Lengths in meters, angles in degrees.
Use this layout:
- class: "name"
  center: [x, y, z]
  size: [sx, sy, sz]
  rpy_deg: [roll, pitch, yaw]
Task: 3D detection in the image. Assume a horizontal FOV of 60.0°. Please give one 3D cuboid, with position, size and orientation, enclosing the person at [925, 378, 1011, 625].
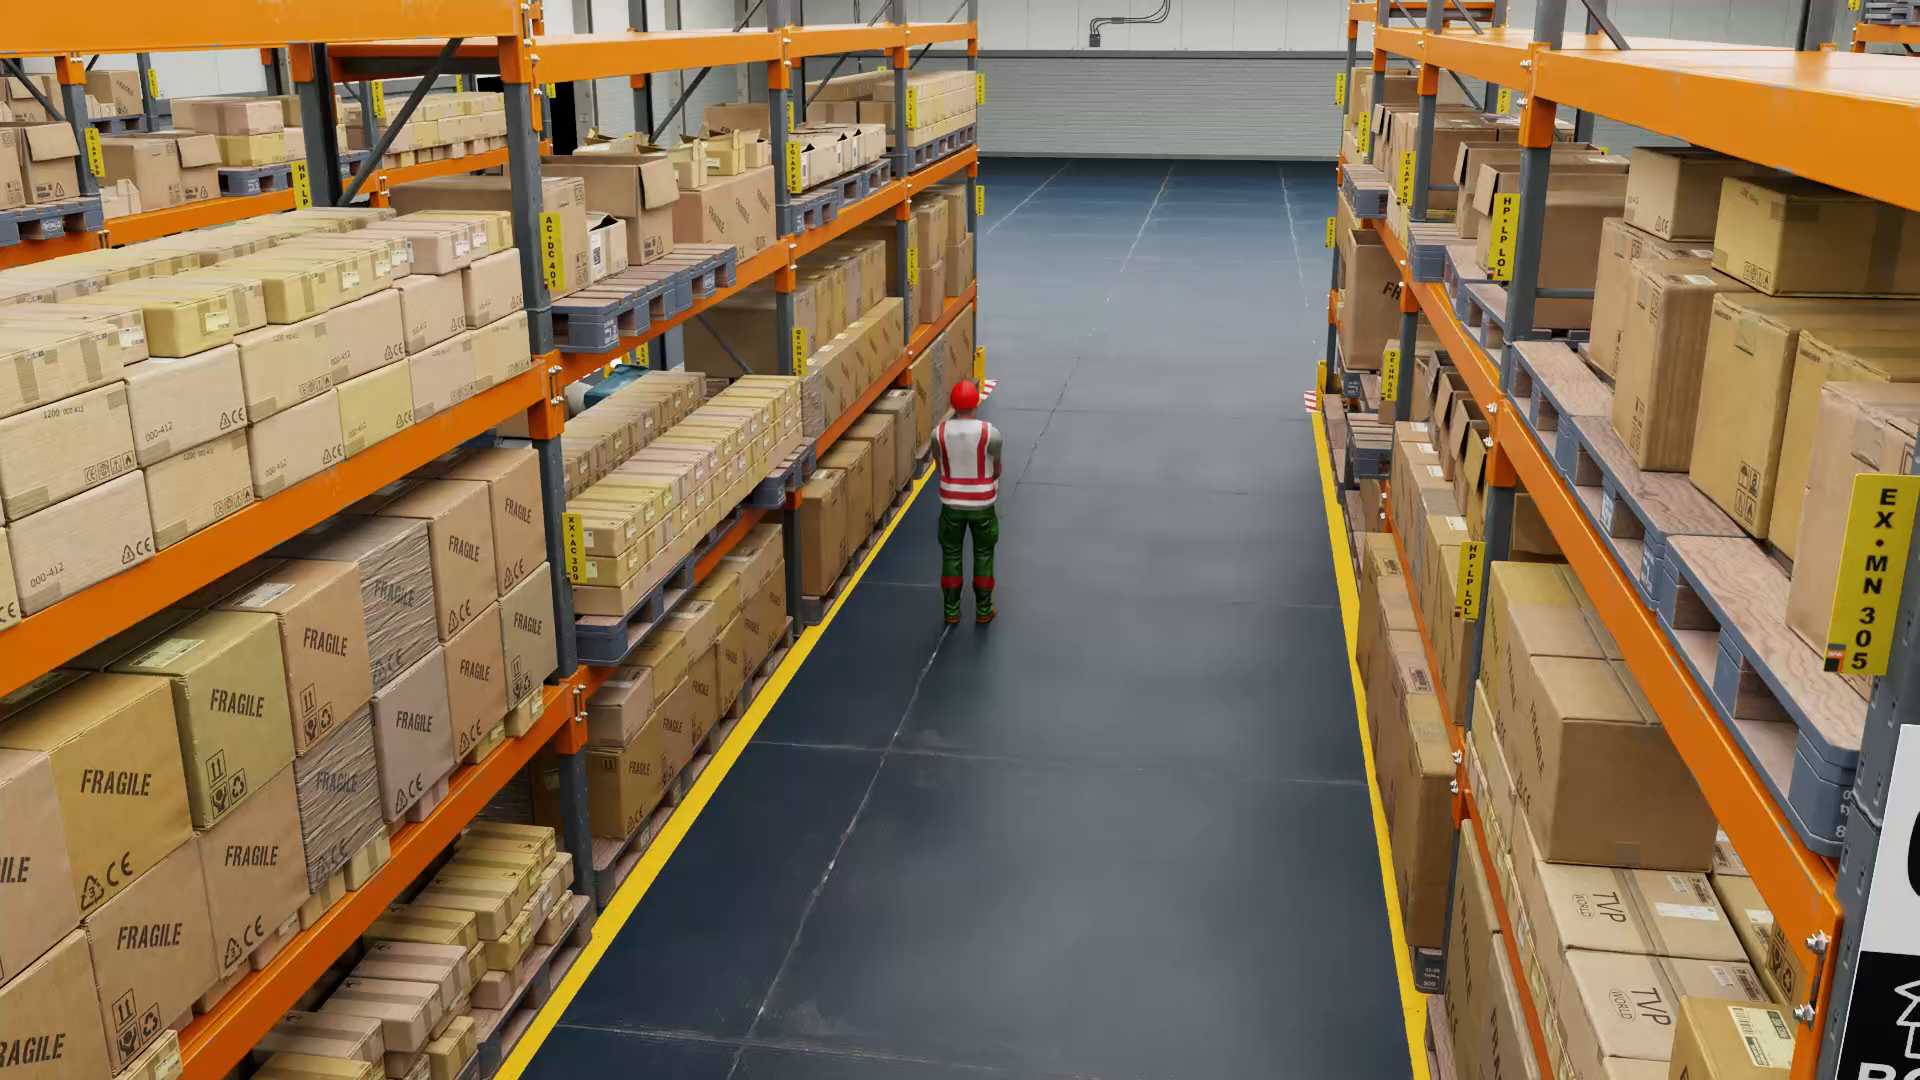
- class: "person"
  center: [0.055, -0.269, 11.869]
  size: [0.618, 1.779, 0.451]
  rpy_deg: [1, 18, 5]
